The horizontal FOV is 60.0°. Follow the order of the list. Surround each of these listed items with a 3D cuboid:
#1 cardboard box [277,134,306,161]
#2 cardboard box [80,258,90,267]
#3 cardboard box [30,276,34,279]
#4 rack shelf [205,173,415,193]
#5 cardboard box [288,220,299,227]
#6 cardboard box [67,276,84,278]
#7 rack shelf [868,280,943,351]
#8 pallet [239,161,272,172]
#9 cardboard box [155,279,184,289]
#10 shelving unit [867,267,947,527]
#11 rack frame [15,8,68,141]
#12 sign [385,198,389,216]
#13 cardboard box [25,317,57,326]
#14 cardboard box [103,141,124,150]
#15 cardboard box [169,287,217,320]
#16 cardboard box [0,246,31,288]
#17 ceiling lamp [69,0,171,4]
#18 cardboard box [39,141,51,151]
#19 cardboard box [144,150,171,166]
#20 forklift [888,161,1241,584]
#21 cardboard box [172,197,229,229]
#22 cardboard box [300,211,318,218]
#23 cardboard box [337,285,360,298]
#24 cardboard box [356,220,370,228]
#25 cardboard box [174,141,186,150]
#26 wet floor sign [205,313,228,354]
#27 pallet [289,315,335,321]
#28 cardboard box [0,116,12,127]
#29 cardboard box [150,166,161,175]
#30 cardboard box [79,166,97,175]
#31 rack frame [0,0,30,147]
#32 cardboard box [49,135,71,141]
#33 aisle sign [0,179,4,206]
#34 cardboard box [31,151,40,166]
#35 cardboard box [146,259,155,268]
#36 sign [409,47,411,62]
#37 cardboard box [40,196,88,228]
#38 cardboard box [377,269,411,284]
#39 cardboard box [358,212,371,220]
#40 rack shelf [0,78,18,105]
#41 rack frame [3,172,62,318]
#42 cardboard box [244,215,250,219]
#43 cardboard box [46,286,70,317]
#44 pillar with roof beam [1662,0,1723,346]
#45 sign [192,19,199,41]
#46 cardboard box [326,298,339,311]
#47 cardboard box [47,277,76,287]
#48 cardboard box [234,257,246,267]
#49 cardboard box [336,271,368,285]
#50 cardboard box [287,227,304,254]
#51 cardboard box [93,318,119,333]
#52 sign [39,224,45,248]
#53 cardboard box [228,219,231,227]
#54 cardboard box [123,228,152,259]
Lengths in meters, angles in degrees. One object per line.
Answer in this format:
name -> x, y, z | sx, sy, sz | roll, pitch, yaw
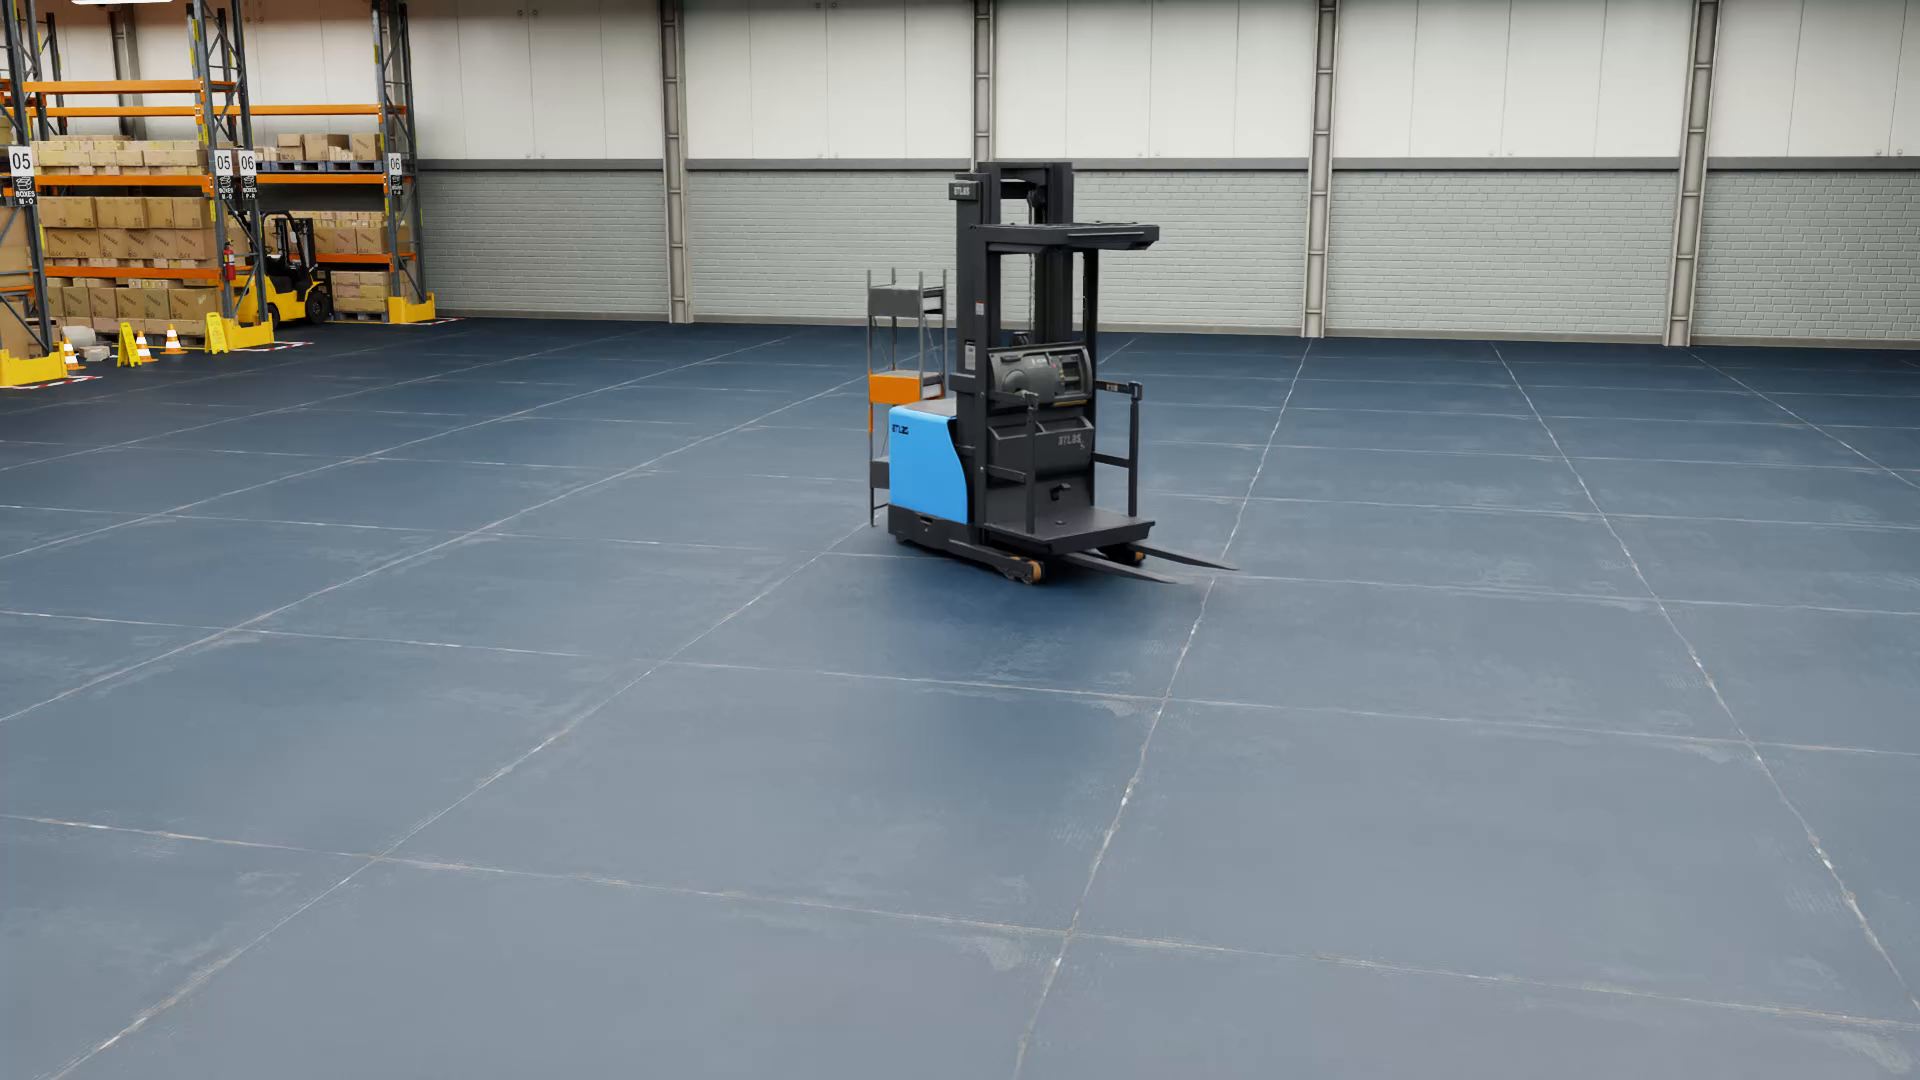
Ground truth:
cardboard box -> -12.783, -7.625, 32.314 | 0.637, 0.503, 0.797 | 3, 13, 15
cardboard box -> -14.585, -4.693, 28.039 | 0.250, 0.149, 0.380 | 3, 13, 13
cardboard box -> -19.073, -5.461, 34.228 | 0.250, 0.149, 0.380 | 2, 13, 11
rack shelf -> -12.707, -6.989, 32.547 | 4.000, 0.370, 1.077 | 3, 13, 14
cardboard box -> -12.906, -6.189, 32.476 | 0.250, 0.149, 0.380 | 3, 13, 12
cardboard box -> -17.930, -5.198, 34.250 | 0.625, 0.625, 0.875 | 3, 13, 15
rack shelf -> -0.425, -1.811, 13.381 | 0.480, 0.518, 0.431 | 7, 14, 29
pallet -> -13.815, -7.362, 32.771 | 1.213, 0.211, 1.003 | 3, 13, 14
cardboard box -> -13.164, -4.265, 27.684 | 0.250, 0.149, 0.380 | 3, 13, 15
shelving unit -> -0.425, -1.141, 13.530 | 0.503, 2.100, 0.431 | 7, 14, 29
rack frame -> -18.533, -9.116, 33.548 | 0.127, 3.000, 1.000 | 3, 13, 14
sign -> -10.909, -6.340, 31.664 | 0.005, 0.325, 0.100 | 3, 13, 14
cardboard box -> -15.120, -3.375, 27.286 | 0.500, 0.500, 0.500 | -9, 15, -35
cardboard box -> -13.847, -6.487, 27.363 | 0.250, 0.149, 0.380 | 3, 13, 15
cardboard box -> -12.792, -3.944, 27.732 | 0.500, 0.500, 0.500 | 3, 13, 14
cardboard box -> -13.410, -3.765, 22.933 | 0.550, 0.550, 0.875 | 3, 13, 14
ceiling lamp -> -15.041, -11.289, 29.864 | 2.000, 3.185, 0.800 | 3, 13, 14
cardboard box -> -15.093, -6.559, 27.686 | 0.250, 0.149, 0.380 | 3, 13, 12
cardboard box -> -12.998, -6.264, 27.276 | 0.500, 0.250, 0.500 | 3, 13, 13
forklift -> 0.727, -1.236, 12.039 | 1.130, 2.935, 3.031 | -9, 16, -37
cardboard box -> -12.499, -5.391, 27.382 | 0.500, 0.500, 0.700 | 3, 13, 12
cardboard box -> -12.654, -6.336, 32.450 | 0.250, 0.149, 0.380 | 3, 13, 14
cardboard box -> -11.797, -4.867, 32.469 | 0.500, 0.250, 0.500 | 3, 13, 13
cardboard box -> -11.425, -6.104, 32.092 | 0.250, 0.149, 0.380 | 3, 13, 14
cardboard box -> -12.591, -6.436, 27.132 | 0.250, 0.149, 0.380 | 3, 13, 15
wet floor sign -> -12.023, -3.344, 26.817 | 0.232, 0.644, 0.267 | 8, 15, 33
pallet -> -12.699, -4.506, 33.055 | 1.213, 0.211, 1.003 | 3, 13, 14
cardboard box -> -13.287, -5.751, 22.844 | 0.250, 0.149, 0.380 | 3, 13, 14
cardboard box -> -13.094, -6.084, 27.385 | 0.250, 0.149, 0.380 | 3, 13, 14
cardboard box -> -14.360, -6.125, 27.568 | 0.250, 0.149, 0.380 | 3, 13, 12
rack frame -> -13.039, -6.611, 22.255 | 0.127, 3.000, 1.000 | 3, 13, 14
cardboard box -> -17.888, -7.866, 33.405 | 0.500, 0.500, 0.500 | 3, 13, 14
aisle sign -> -13.042, -4.885, 22.323 | 0.004, 0.787, 0.394 | 3, 13, 14
cardboard box -> -15.473, -6.392, 27.853 | 0.500, 0.250, 0.500 | 3, 13, 12
cardboard box -> -13.354, -4.638, 27.791 | 0.250, 0.149, 0.380 | 3, 13, 14
sign -> -10.627, -9.351, 32.083 | 0.005, 0.325, 0.100 | 3, 13, 14
cardboard box -> -14.969, -5.519, 27.956 | 0.500, 0.500, 0.700 | 3, 13, 14
cardboard box -> -11.187, -5.188, 32.762 | 0.500, 0.250, 0.500 | 3, 13, 13
cardboard box -> -11.411, -6.264, 32.125 | 0.250, 0.149, 0.380 | 3, 13, 14
rack shelf -> -14.981, -6.168, 22.844 | 4.000, 0.370, 1.077 | 3, 13, 14
rack frame -> -15.835, -4.936, 28.556 | 0.127, 3.000, 1.000 | 3, 13, 14
cardboard box -> -13.885, -6.406, 32.766 | 0.250, 0.149, 0.380 | 3, 13, 12
cardboard box -> -15.327, -4.077, 28.333 | 0.500, 0.500, 0.500 | 4, 13, 16
pillar with roof beam -> 11.044, -6.776, 22.999 | 0.400, 9.000, 9.100 | 3, 13, 14
sign -> -12.104, -8.075, 26.331 | 0.005, 0.325, 0.100 | 3, 13, 14
cardboard box -> -12.262, -4.649, 32.640 | 0.500, 0.250, 0.500 | 3, 13, 14
cardboard box -> -15.220, -4.375, 28.177 | 0.250, 0.149, 0.380 | 3, 13, 14
cardboard box -> -12.231, -4.667, 27.923 | 0.250, 0.149, 0.380 | 3, 13, 14
cardboard box -> -11.785, -5.107, 32.396 | 0.500, 0.250, 0.500 | 3, 13, 15
cardboard box -> -12.796, -5.871, 32.538 | 0.500, 0.500, 0.500 | 3, 13, 14
cardboard box -> -14.290, -3.659, 28.179 | 0.500, 0.250, 0.500 | 3, 13, 13
sign -> -12.900, -4.260, 23.327 | 0.005, 0.325, 0.100 | 3, 13, 14
cardboard box -> -14.403, -6.274, 32.857 | 0.250, 0.149, 0.380 | 3, 13, 13
cardboard box -> -13.514, -4.946, 27.685 | 0.500, 0.500, 0.500 | 3, 13, 13
